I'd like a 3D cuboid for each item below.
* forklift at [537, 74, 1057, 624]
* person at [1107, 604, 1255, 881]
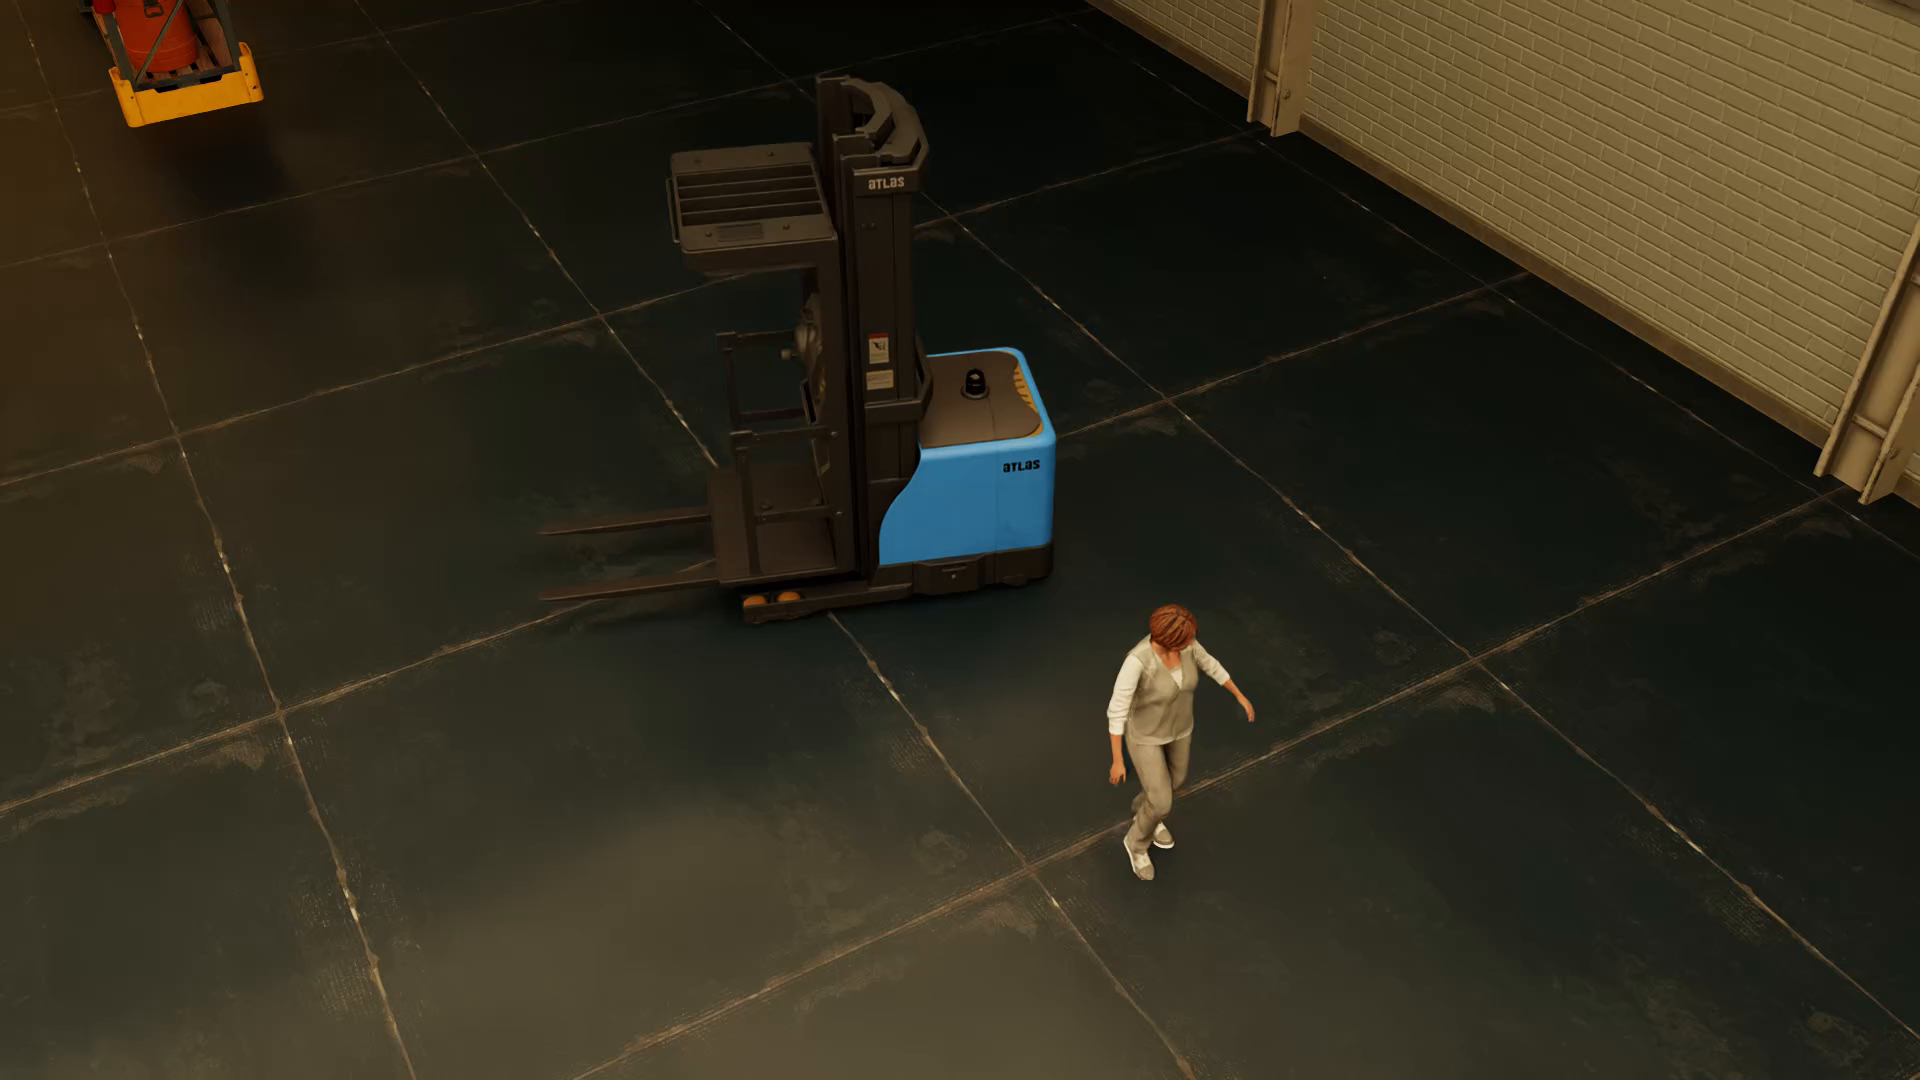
[{"bbox_3d":[-1.008,-1.005,9.248,3.031,2.935,1.130,-7,40,-8],"label":"forklift"},{"bbox_3d":[0.995,0.952,7.983,0.774,1.597,0.422,-22,45,-25],"label":"person"}]
